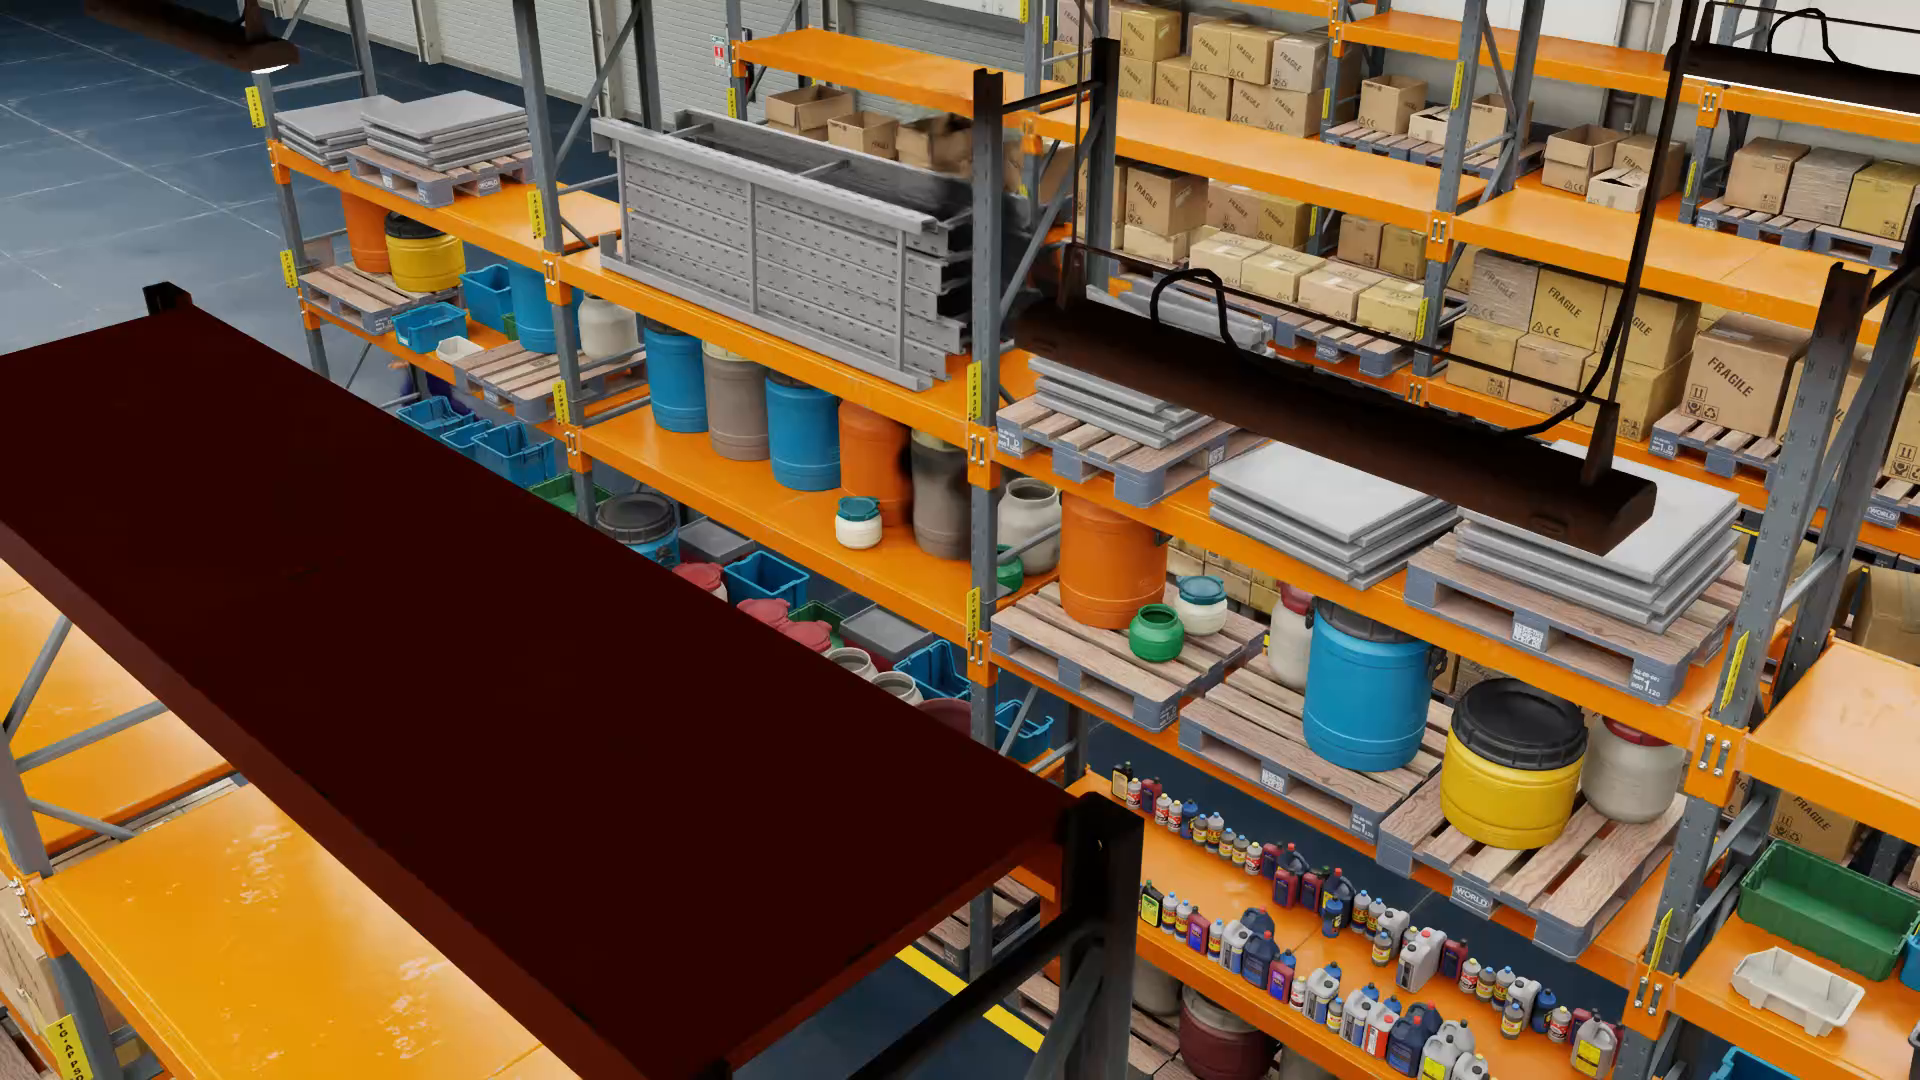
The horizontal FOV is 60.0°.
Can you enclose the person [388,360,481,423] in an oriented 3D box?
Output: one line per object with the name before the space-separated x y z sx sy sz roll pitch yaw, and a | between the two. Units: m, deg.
person | -5.631 -1.760 17.756 0.907 1.642 0.597 -11 31 -19
